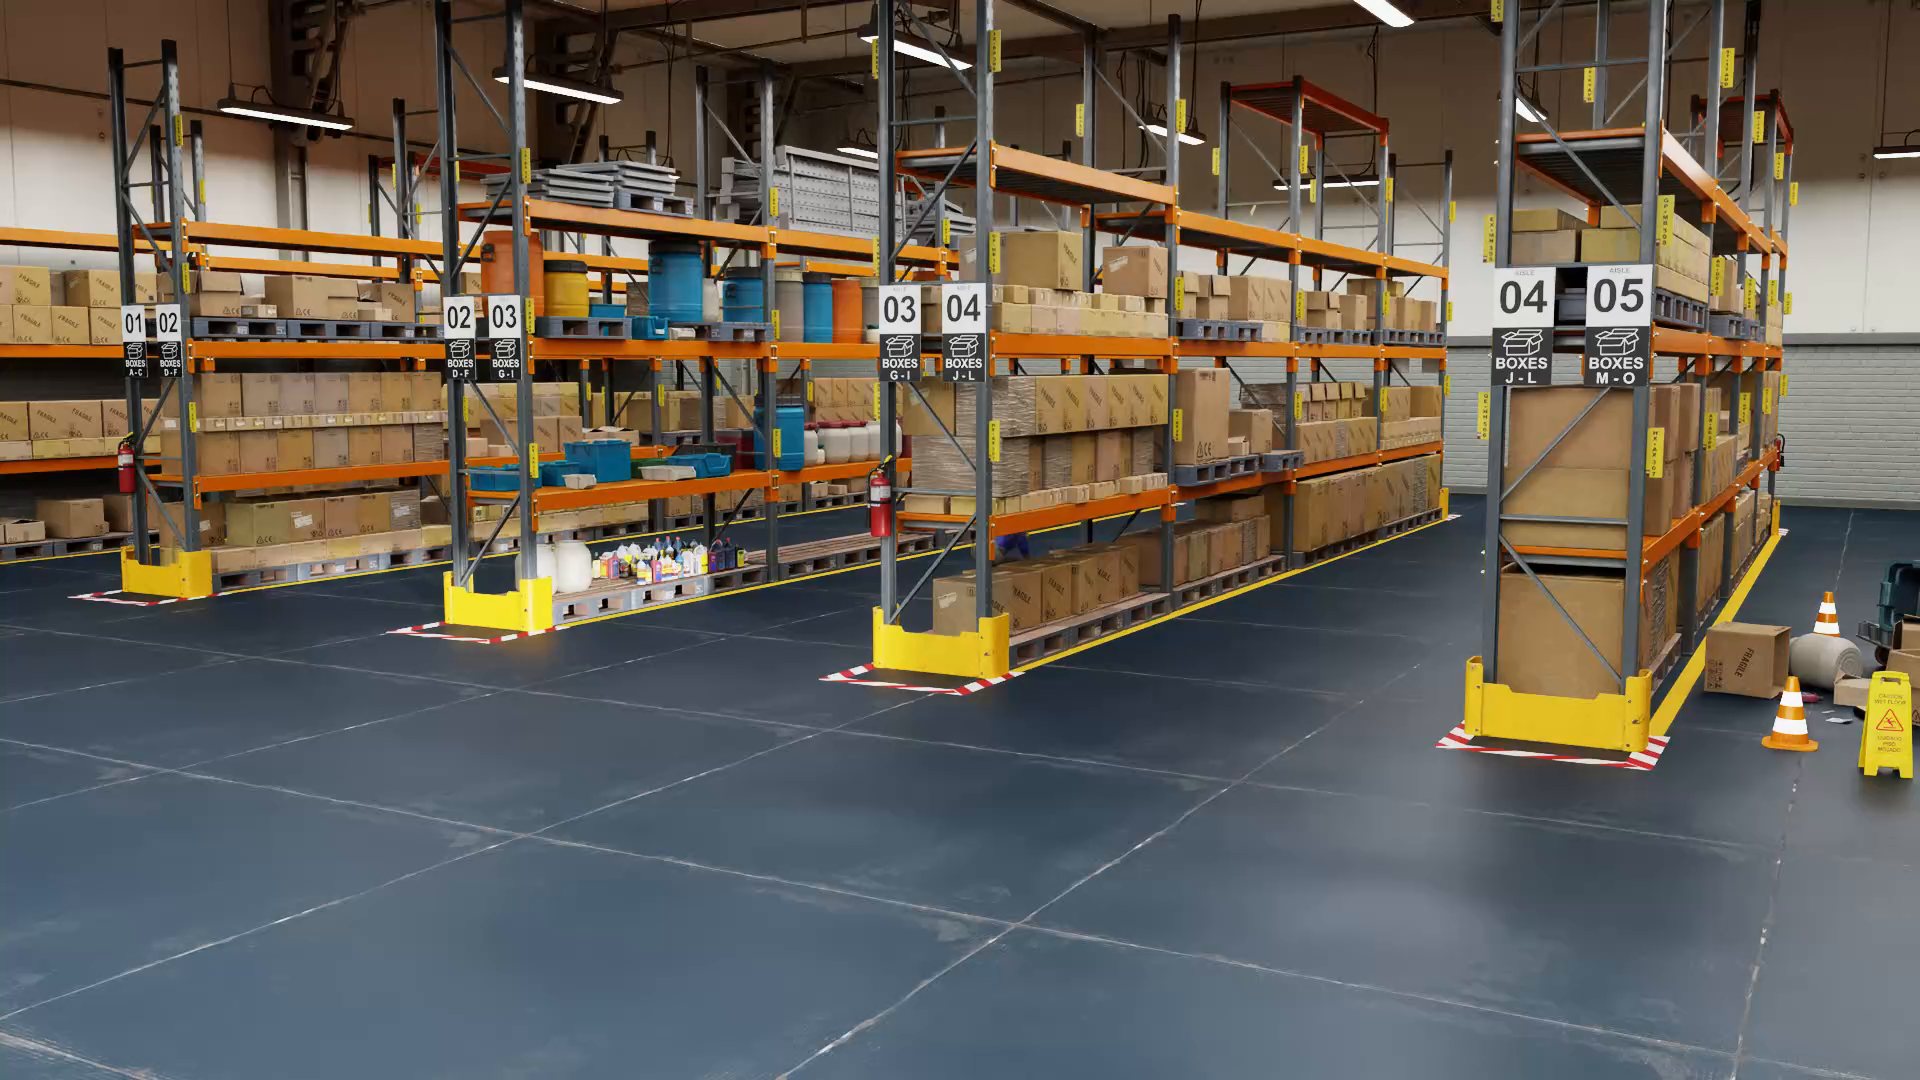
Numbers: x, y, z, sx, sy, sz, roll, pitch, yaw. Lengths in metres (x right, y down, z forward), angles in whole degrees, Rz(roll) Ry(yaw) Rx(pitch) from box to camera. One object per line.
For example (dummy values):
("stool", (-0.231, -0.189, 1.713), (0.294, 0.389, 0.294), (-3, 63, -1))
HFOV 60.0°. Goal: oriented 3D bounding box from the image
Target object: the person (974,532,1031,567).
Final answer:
("person", (0.478, 0.195, 18.135), (0.483, 0.911, 0.818), (5, 8, 38))
